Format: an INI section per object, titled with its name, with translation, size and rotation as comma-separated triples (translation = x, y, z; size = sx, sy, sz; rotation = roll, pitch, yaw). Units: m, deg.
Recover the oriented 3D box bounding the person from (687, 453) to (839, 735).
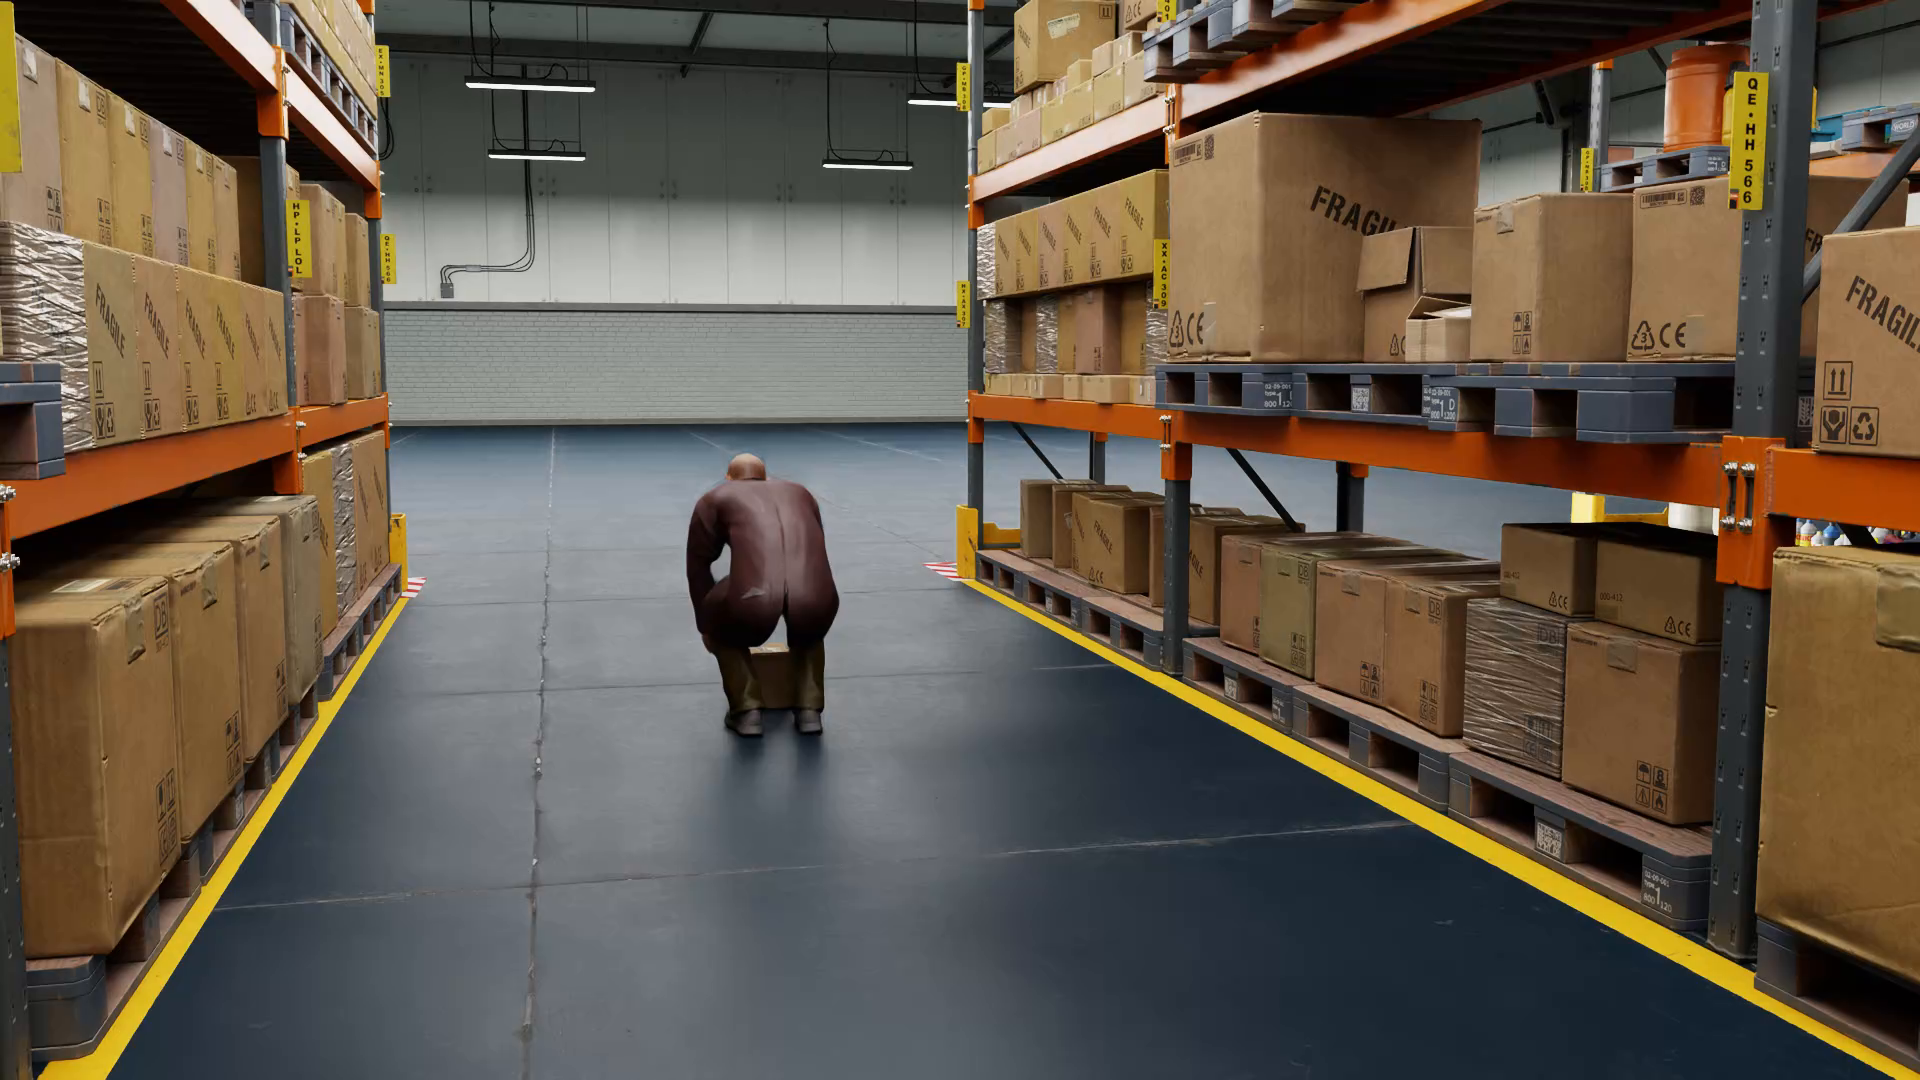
[person]
translation = -0.817, 0.217, 6.961
size = 0.619, 1.122, 0.855
rotation = -1, 6, -14
